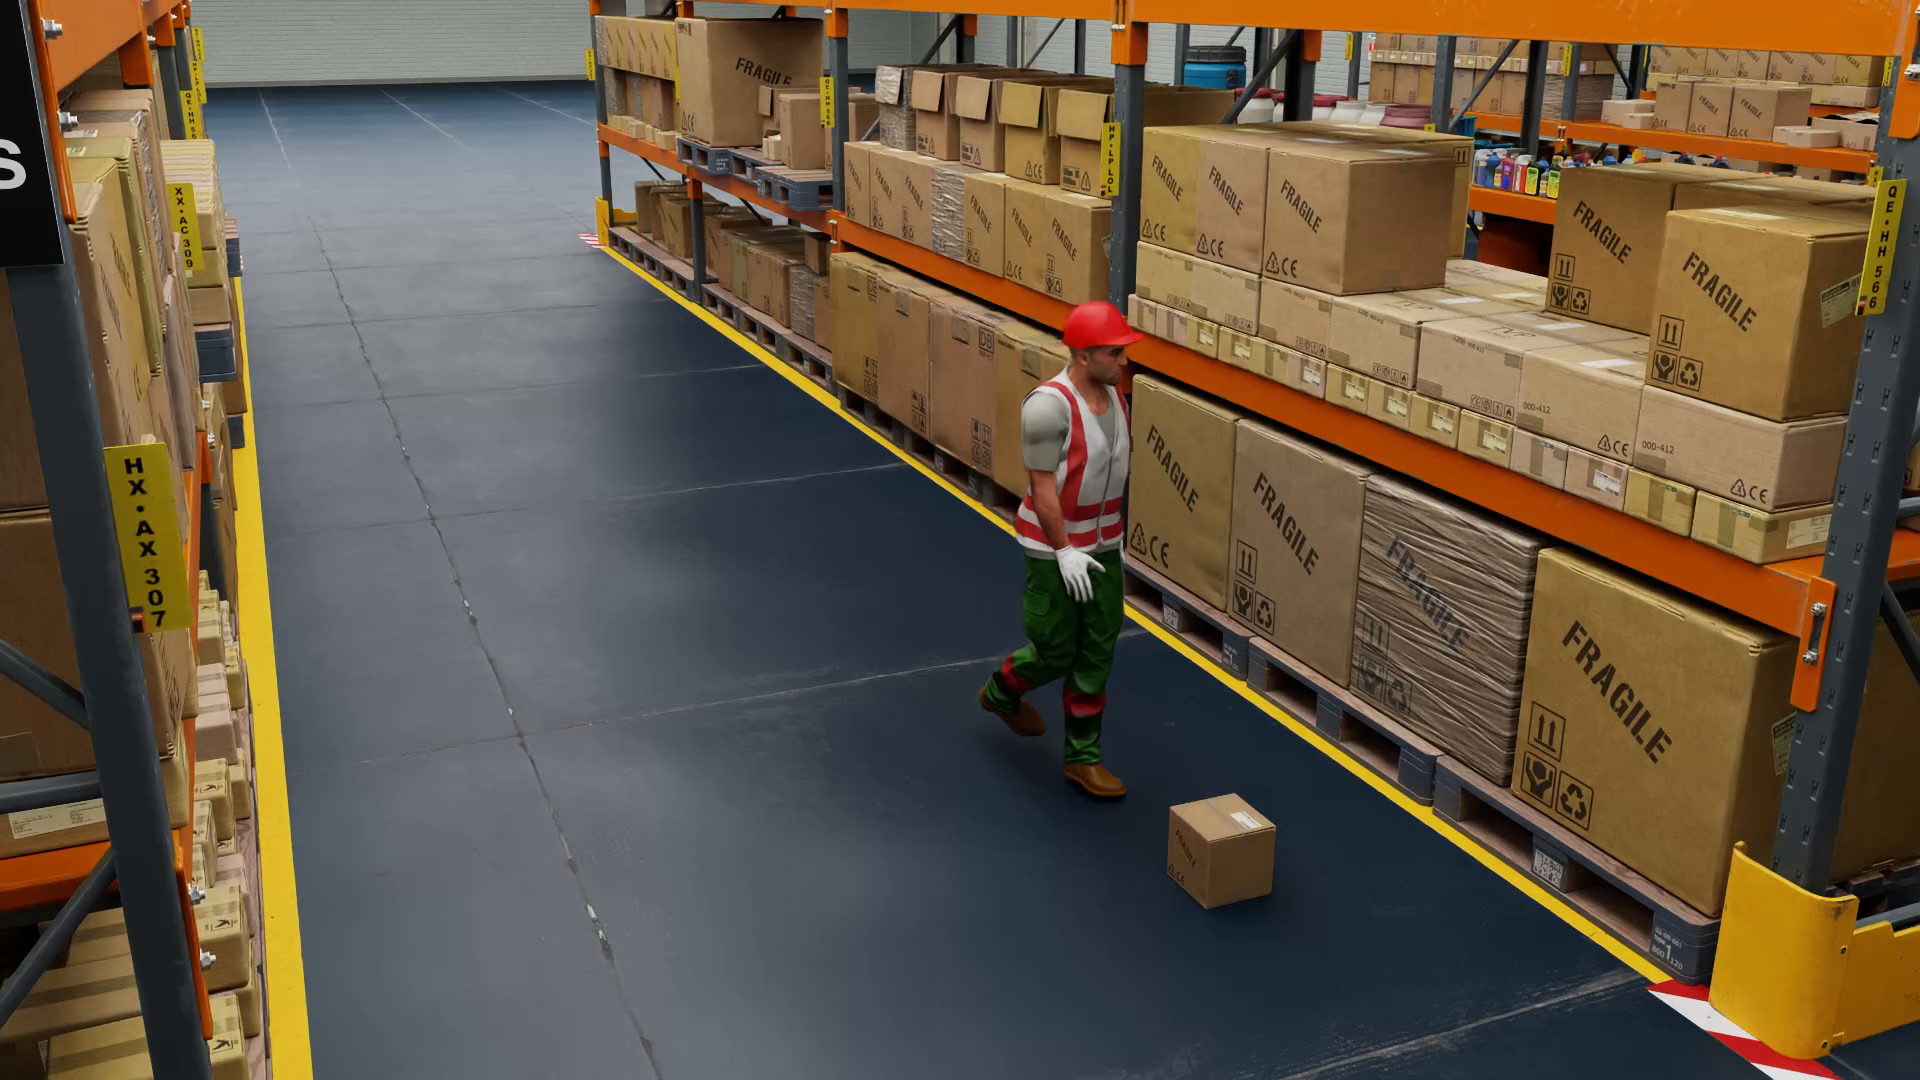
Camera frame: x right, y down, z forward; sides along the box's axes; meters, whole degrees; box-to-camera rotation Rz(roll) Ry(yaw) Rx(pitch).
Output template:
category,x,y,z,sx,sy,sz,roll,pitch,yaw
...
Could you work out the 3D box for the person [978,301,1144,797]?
category,x,y,z,sx,sy,sz,roll,pitch,yaw
person,1.459,-1.941,11.766,10.024,1.784,8.701,-15,24,-37
